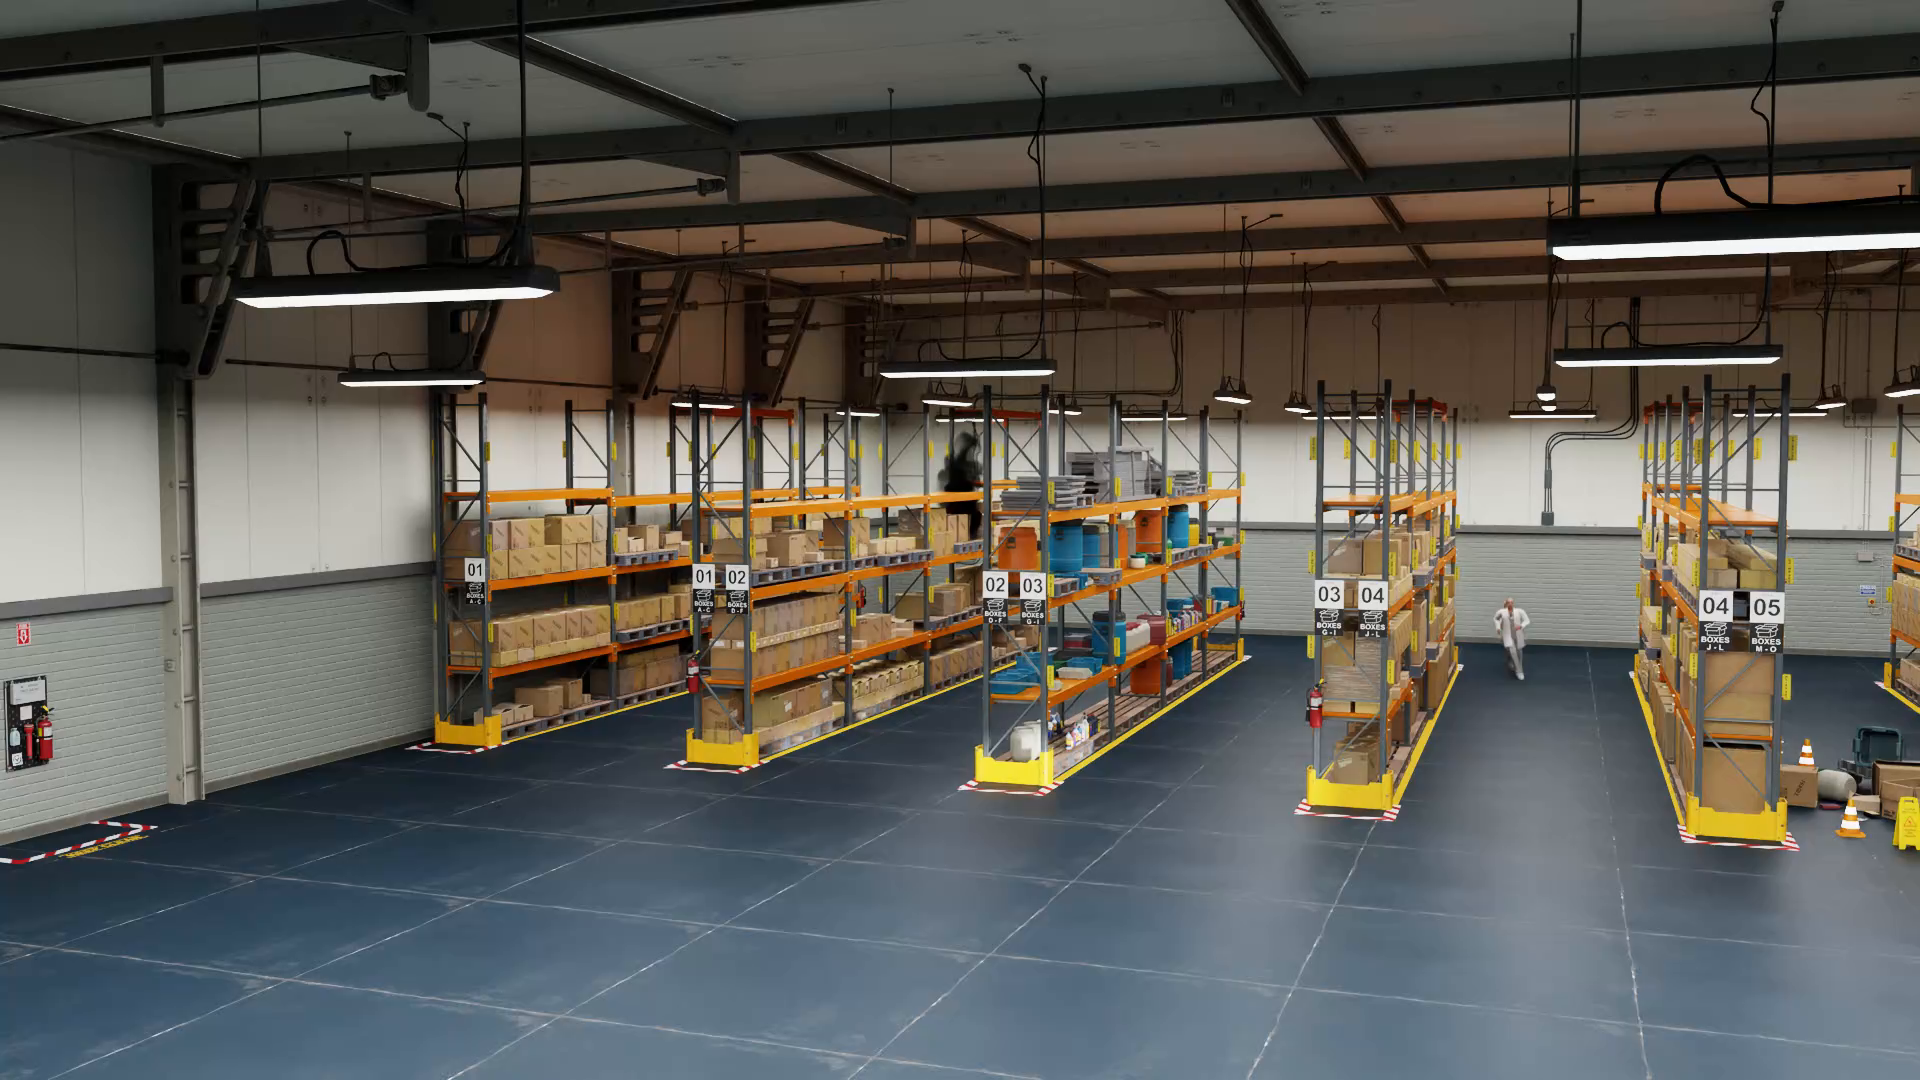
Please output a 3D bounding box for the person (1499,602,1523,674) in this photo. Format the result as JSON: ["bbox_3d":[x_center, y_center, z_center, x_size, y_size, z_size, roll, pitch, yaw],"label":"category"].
[{"bbox_3d":[12.438,2.203,37.713,0.643,1.657,0.813,0,3,0],"label":"person"}]

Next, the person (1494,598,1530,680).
[{"bbox_3d":[12.216,2.154,36.806,0.739,1.764,1.016,1,3,11],"label":"person"}]
